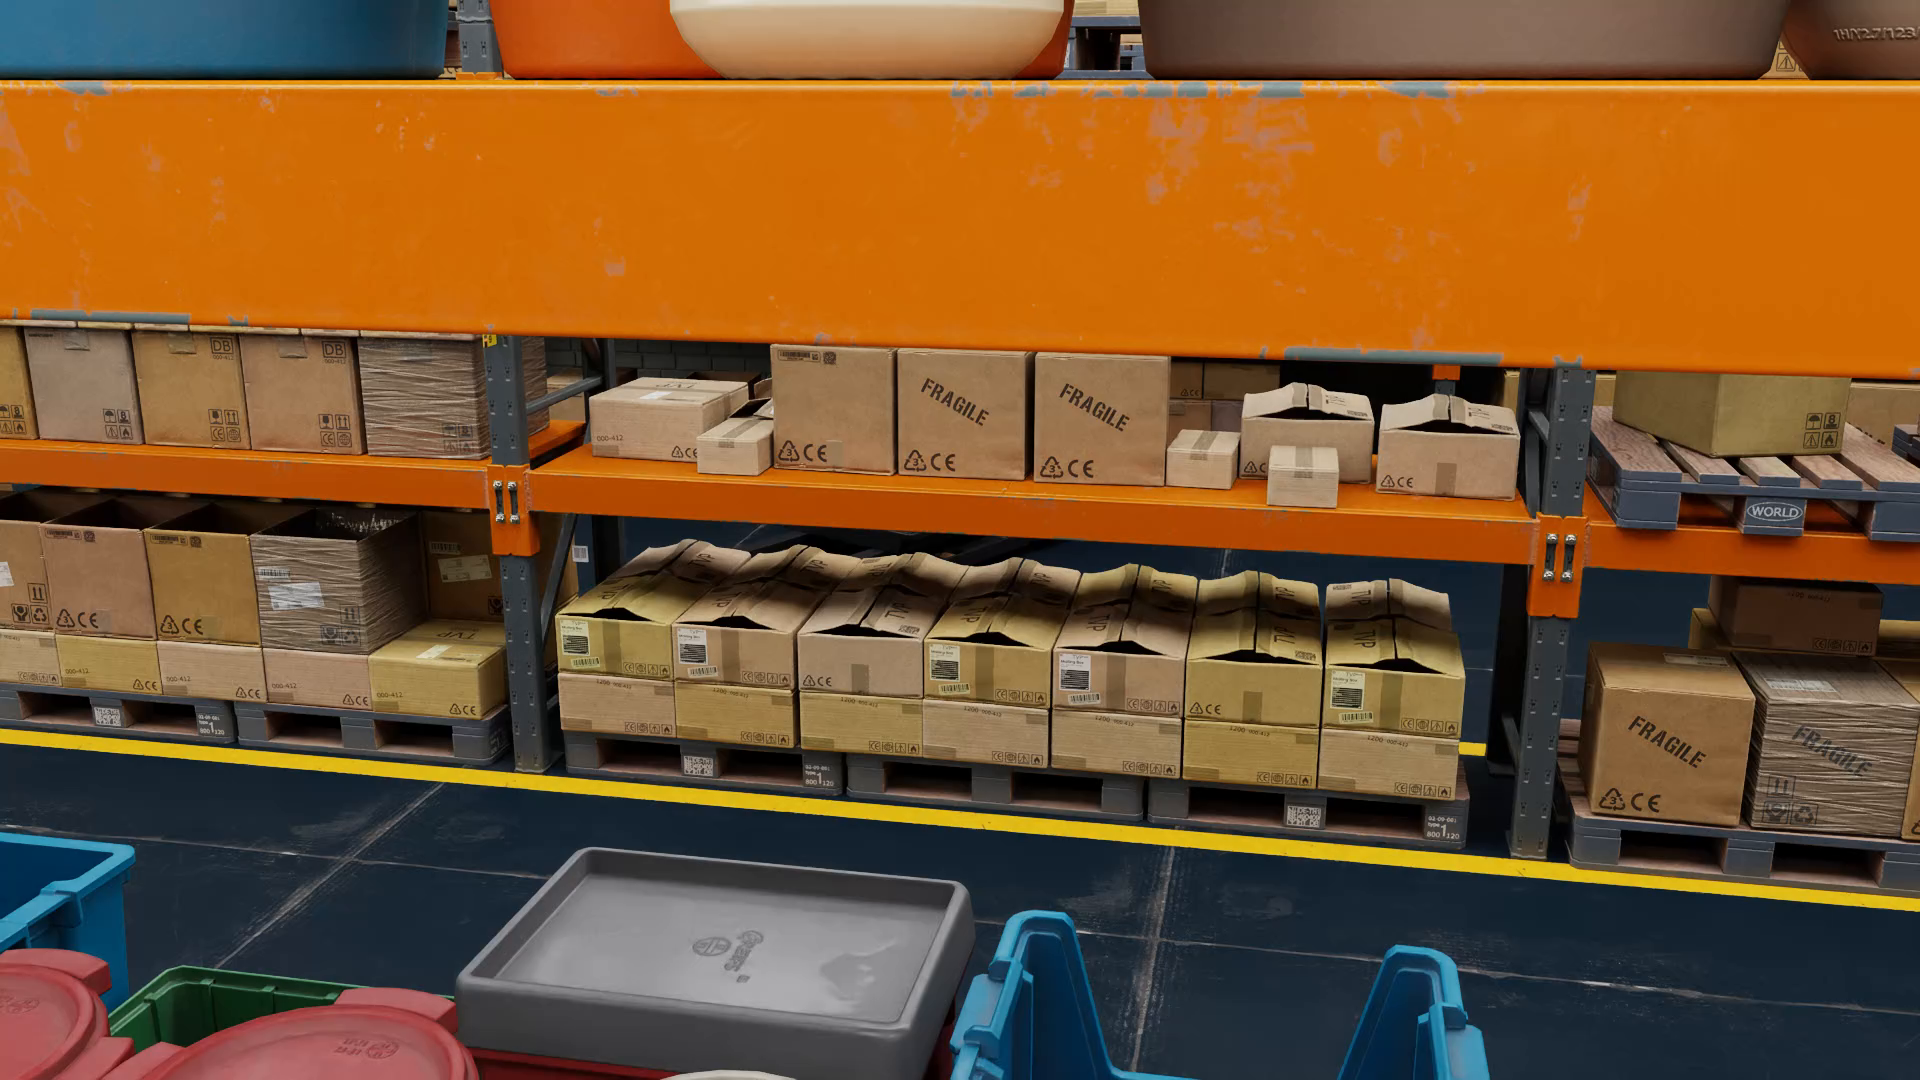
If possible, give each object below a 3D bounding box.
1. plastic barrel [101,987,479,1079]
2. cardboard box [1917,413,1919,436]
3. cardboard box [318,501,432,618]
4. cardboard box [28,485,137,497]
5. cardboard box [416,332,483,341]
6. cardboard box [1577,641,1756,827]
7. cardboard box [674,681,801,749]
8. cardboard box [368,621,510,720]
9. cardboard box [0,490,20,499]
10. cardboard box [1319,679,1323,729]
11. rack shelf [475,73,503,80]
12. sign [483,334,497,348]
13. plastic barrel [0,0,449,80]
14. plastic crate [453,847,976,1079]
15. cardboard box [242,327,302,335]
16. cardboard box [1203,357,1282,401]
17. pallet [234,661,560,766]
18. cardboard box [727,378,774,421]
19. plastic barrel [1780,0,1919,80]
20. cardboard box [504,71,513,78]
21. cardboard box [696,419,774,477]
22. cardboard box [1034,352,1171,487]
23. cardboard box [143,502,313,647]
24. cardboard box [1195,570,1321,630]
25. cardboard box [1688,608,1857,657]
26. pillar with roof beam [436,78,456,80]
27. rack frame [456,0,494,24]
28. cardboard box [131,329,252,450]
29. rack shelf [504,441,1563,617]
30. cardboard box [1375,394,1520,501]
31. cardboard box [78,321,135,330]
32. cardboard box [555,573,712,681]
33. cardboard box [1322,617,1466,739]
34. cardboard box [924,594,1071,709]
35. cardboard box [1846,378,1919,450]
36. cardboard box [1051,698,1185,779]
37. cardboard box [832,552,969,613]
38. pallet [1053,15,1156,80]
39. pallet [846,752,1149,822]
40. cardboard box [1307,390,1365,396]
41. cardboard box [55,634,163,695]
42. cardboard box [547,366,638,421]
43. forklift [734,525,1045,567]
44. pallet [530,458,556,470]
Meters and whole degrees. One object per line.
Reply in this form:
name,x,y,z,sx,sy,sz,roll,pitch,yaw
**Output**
plastic barrel,-0.658,0.804,1.716,0.433,0.535,0.433,0,15,0
cardboard box,3.713,-0.532,5.818,0.500,0.500,0.700,6,17,22
cardboard box,-2.588,0.034,7.710,0.500,0.500,0.500,3,16,11
cardboard box,-4.057,-0.048,8.005,0.500,0.500,0.500,3,16,11
cardboard box,-2.014,-0.916,6.776,0.250,0.149,0.380,3,16,11
cardboard box,2.604,0.708,6.176,0.500,0.500,0.500,4,16,13
cardboard box,-0.858,0.640,6.926,0.500,0.250,0.500,4,16,12
cardboard box,-2.202,0.559,7.220,0.500,0.250,0.500,3,16,11
cardboard box,-4.653,0.065,7.598,0.500,0.500,0.500,3,16,11
cardboard box,1.268,0.608,7.043,0.500,0.250,0.500,3,16,10
rack shelf,0.255,-1.589,6.338,4.000,0.370,1.077,3,16,11
sign,-1.814,-0.907,6.376,0.005,0.325,0.100,3,16,11
plastic barrel,-0.872,-0.948,1.738,0.708,0.901,0.600,3,16,11
plastic crate,-0.298,0.715,2.172,0.583,0.464,0.402,3,16,11
cardboard box,-2.770,-0.956,6.923,0.250,0.149,0.380,3,16,11
cardboard box,1.937,-1.120,11.370,0.500,0.250,0.500,3,16,12
pallet,-2.475,0.694,7.591,1.213,0.211,1.003,3,16,11
cardboard box,-0.806,-0.533,7.049,0.258,0.266,0.396,3,16,10
plastic barrel,0.981,-0.684,1.515,0.421,0.512,0.421,0,15,0
cardboard box,-2.805,-3.438,11.441,0.500,0.500,0.500,4,16,15
cardboard box,-0.877,-0.375,6.697,0.250,0.149,0.380,3,16,11
cardboard box,0.568,-0.517,6.552,0.500,0.500,0.500,2,16,8
cardboard box,-3.181,0.142,7.319,0.500,0.500,0.500,3,16,11
cardboard box,1.244,0.338,6.965,0.500,0.311,0.500,3,16,10
cardboard box,3.179,0.597,6.575,0.500,0.500,0.500,4,16,13
pillar with roof beam,-4.640,-4.059,8.289,0.400,9.000,9.100,3,16,11
rack frame,-1.704,-3.488,6.225,0.127,3.000,1.000,3,16,11
cardboard box,-3.150,-0.721,7.287,0.500,0.500,0.700,3,16,12
rack shelf,0.255,-0.143,6.738,4.000,0.370,1.077,3,16,11
cardboard box,1.868,-0.372,6.381,0.500,0.311,0.500,4,16,15
cardboard box,-3.518,-0.997,7.070,0.250,0.149,0.380,4,16,13
cardboard box,-1.349,0.343,6.948,0.500,0.311,0.500,3,16,11
cardboard box,1.653,0.505,6.362,0.500,0.311,0.500,4,16,13
cardboard box,0.158,0.425,6.654,0.500,0.311,0.500,4,16,13
cardboard box,5.584,-0.680,10.570,0.750,0.750,0.750,4,16,13
cardboard box,0.653,0.721,6.635,0.500,0.250,0.500,3,16,12
cardboard box,-0.251,0.256,7.263,0.500,0.311,0.500,3,16,11
pallet,0.436,-1.810,6.141,1.213,0.211,1.003,4,16,14
pallet,0.224,0.841,7.062,1.213,0.211,1.003,3,16,11
cardboard box,2.483,-0.712,11.301,0.500,0.500,0.700,3,16,12
cardboard box,-3.673,0.480,7.503,0.500,0.250,0.500,3,16,11
cardboard box,-2.713,-0.970,12.233,0.500,0.500,0.700,2,16,8
forklift,-0.395,-1.283,9.633,1.130,2.935,3.031,12,20,37
pallet,-2.585,-0.639,12.405,1.213,0.211,1.003,3,16,11
